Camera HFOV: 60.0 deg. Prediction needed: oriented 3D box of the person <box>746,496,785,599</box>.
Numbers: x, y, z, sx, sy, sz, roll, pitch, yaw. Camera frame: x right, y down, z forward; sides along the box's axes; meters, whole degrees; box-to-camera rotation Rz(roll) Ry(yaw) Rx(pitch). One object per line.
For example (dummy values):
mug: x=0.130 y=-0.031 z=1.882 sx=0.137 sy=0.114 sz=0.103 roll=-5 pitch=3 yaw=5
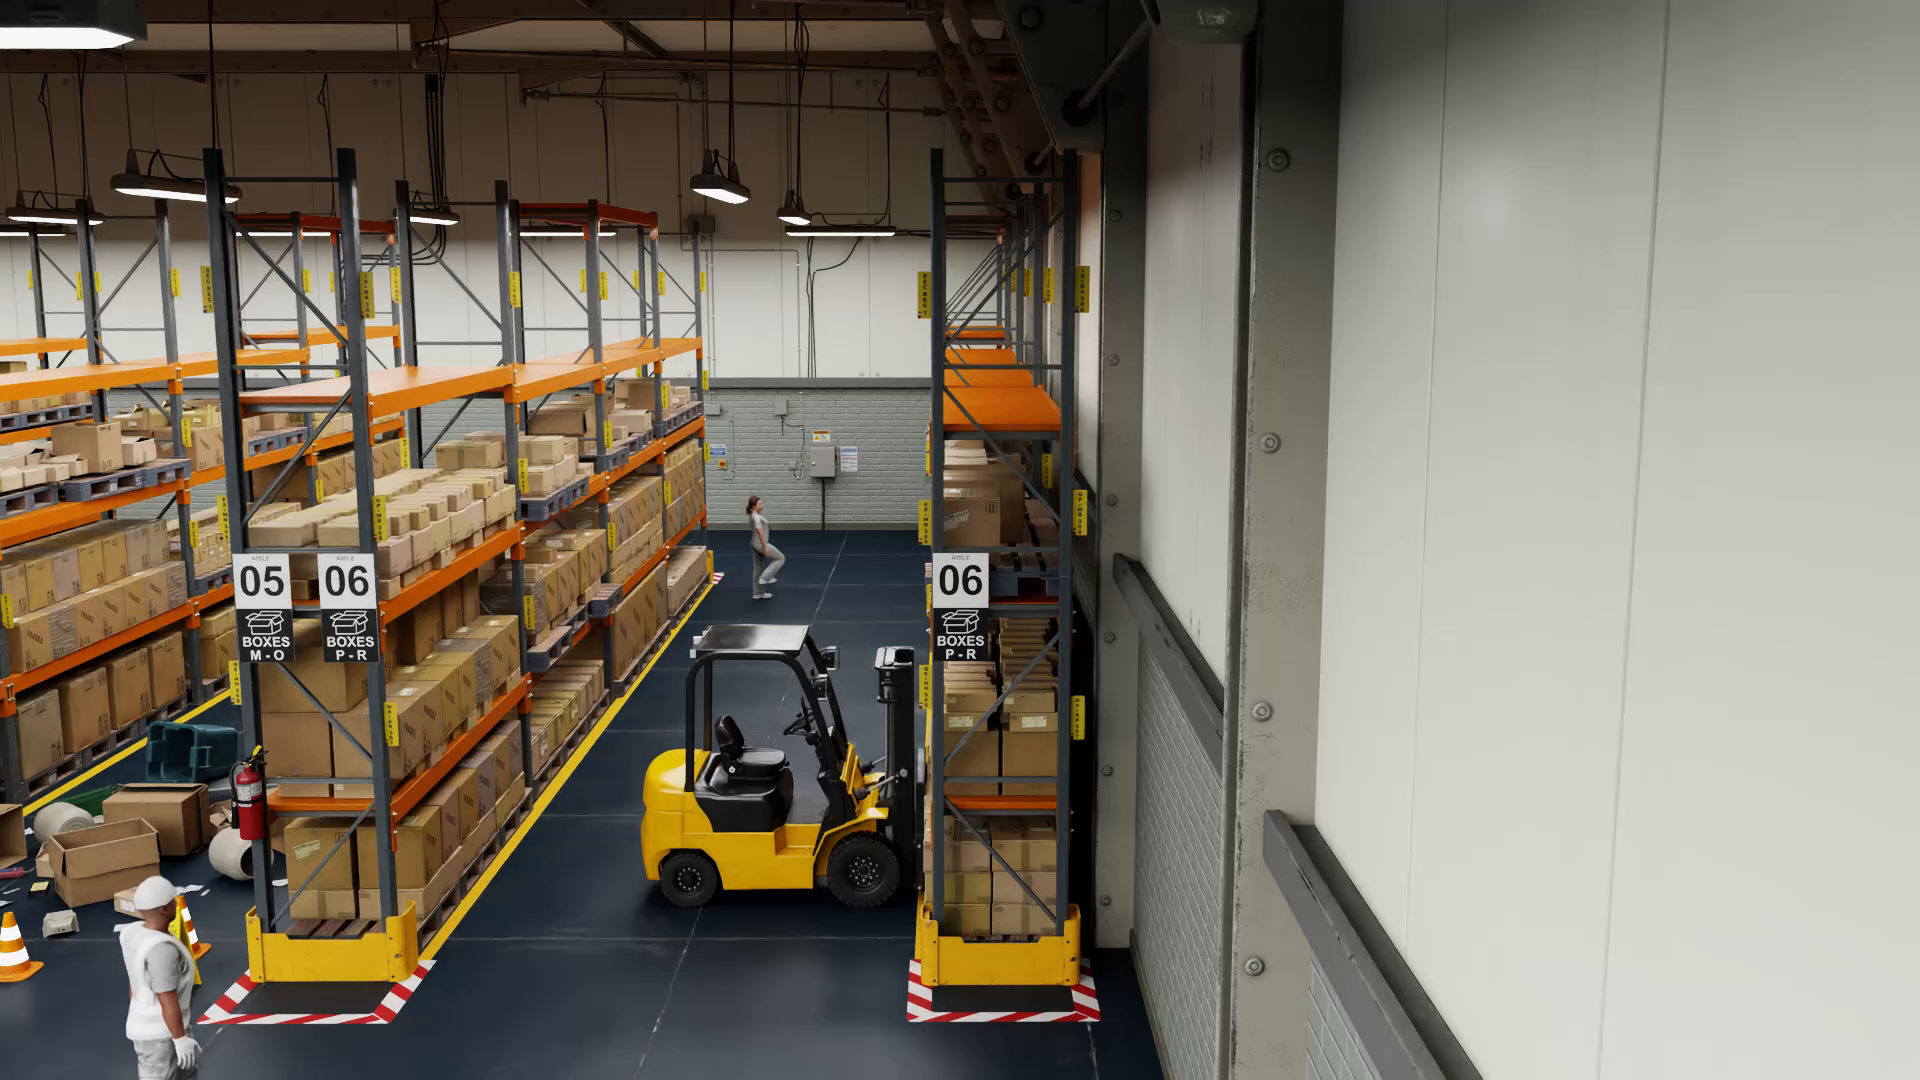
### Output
person: x=-3.095 y=0.128 z=26.372 sx=0.585 sy=1.663 sz=0.491 roll=-3 pitch=10 yaw=-19

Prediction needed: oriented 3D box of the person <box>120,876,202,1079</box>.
person: x=-4.480 y=2.782 z=9.534 sx=0.587 sy=1.778 sz=0.578 roll=-3 pitch=10 yaw=-21
